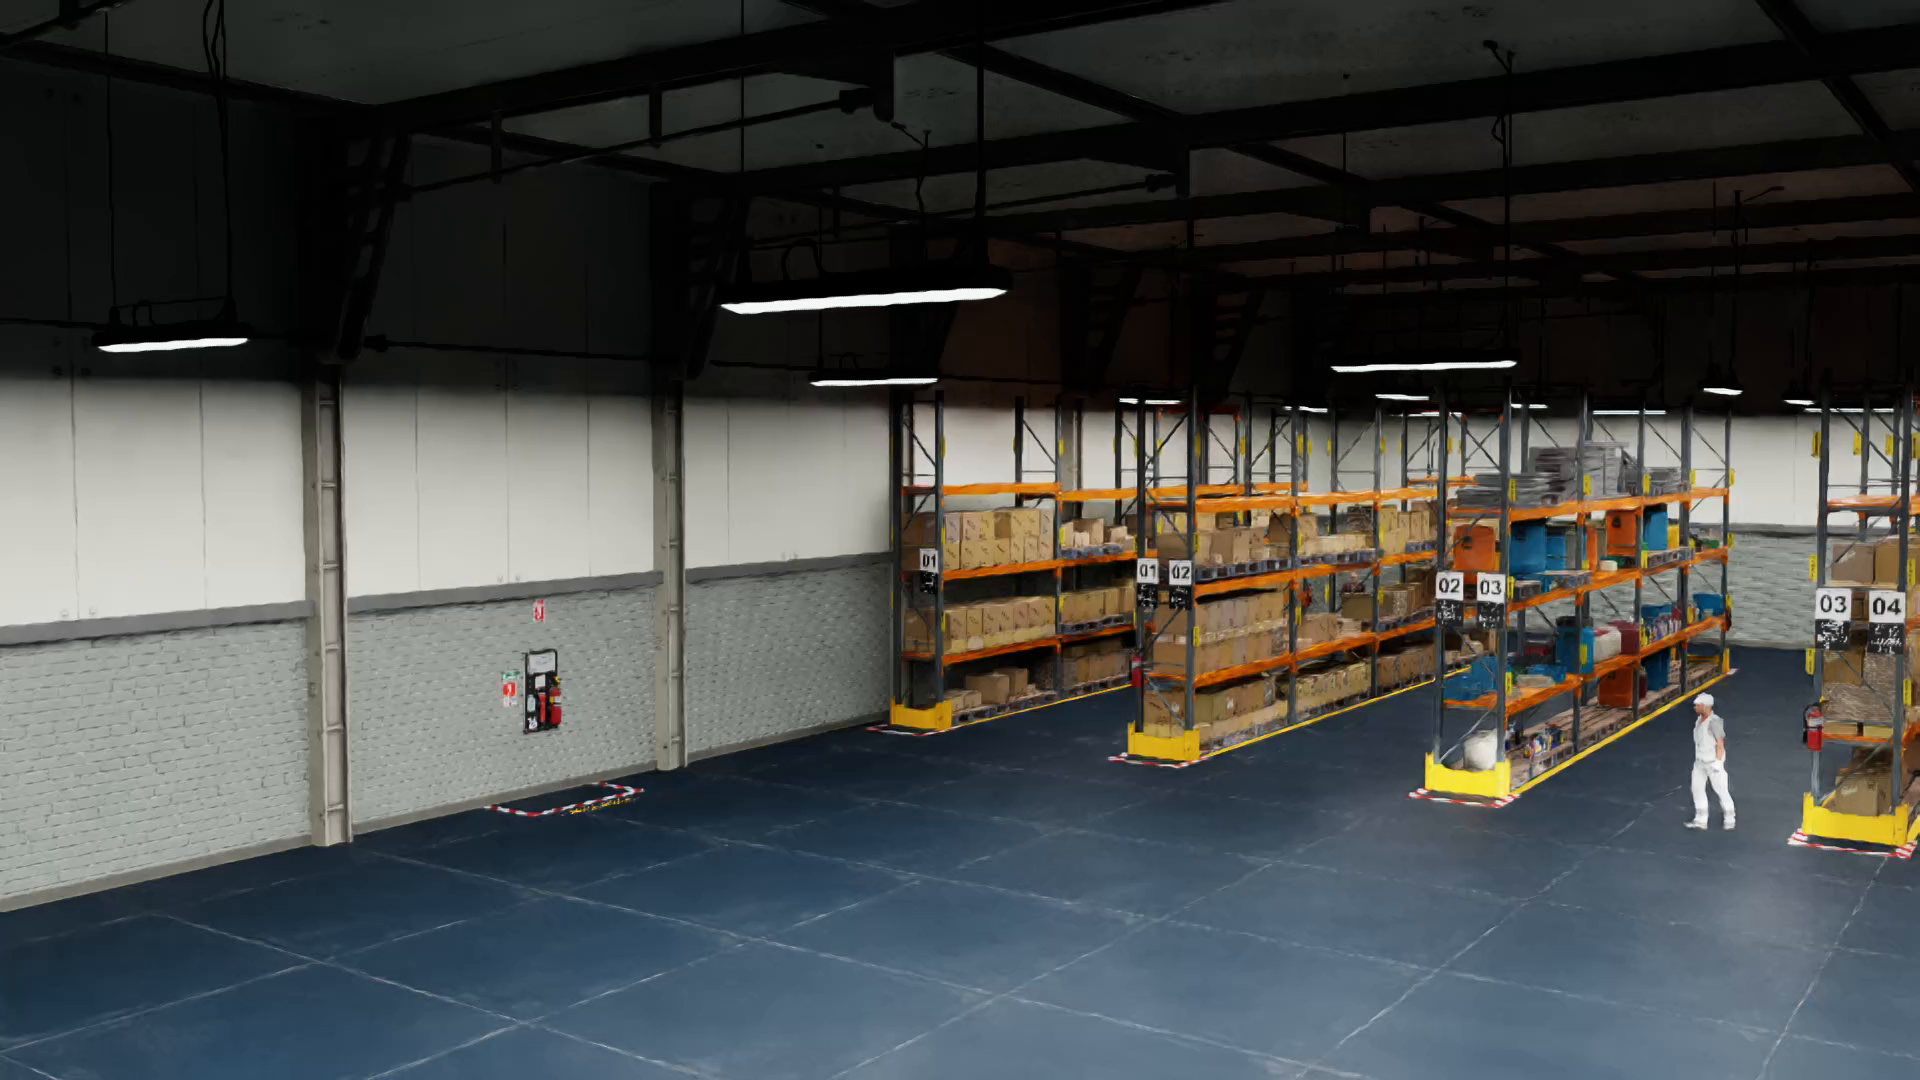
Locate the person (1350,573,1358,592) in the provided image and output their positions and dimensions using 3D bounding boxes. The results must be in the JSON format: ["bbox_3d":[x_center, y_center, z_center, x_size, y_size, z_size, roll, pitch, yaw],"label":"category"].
[{"bbox_3d":[10.291,1.696,43.352,0.712,1.712,0.904,1,3,19],"label":"person"}]

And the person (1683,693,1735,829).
[{"bbox_3d":[9.840,2.895,21.788,0.595,1.779,0.569,0,3,-8],"label":"person"}]
